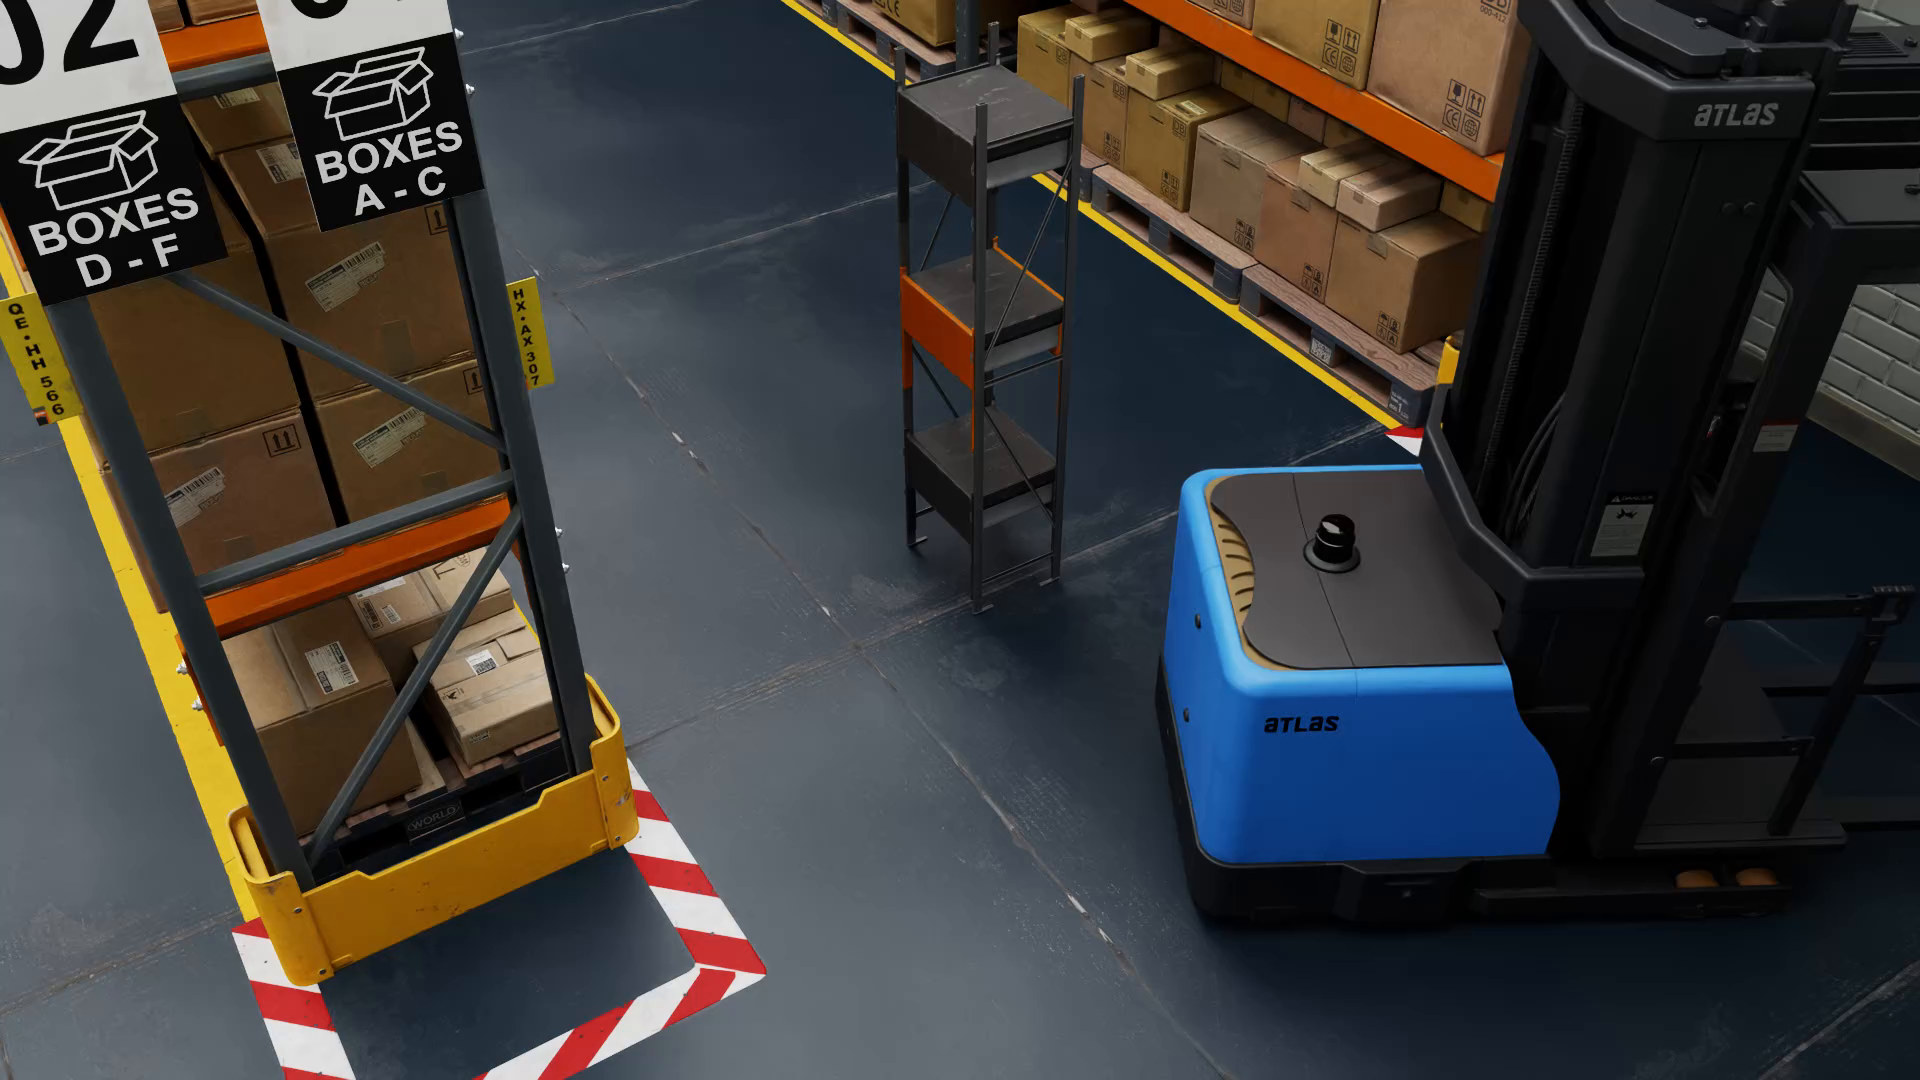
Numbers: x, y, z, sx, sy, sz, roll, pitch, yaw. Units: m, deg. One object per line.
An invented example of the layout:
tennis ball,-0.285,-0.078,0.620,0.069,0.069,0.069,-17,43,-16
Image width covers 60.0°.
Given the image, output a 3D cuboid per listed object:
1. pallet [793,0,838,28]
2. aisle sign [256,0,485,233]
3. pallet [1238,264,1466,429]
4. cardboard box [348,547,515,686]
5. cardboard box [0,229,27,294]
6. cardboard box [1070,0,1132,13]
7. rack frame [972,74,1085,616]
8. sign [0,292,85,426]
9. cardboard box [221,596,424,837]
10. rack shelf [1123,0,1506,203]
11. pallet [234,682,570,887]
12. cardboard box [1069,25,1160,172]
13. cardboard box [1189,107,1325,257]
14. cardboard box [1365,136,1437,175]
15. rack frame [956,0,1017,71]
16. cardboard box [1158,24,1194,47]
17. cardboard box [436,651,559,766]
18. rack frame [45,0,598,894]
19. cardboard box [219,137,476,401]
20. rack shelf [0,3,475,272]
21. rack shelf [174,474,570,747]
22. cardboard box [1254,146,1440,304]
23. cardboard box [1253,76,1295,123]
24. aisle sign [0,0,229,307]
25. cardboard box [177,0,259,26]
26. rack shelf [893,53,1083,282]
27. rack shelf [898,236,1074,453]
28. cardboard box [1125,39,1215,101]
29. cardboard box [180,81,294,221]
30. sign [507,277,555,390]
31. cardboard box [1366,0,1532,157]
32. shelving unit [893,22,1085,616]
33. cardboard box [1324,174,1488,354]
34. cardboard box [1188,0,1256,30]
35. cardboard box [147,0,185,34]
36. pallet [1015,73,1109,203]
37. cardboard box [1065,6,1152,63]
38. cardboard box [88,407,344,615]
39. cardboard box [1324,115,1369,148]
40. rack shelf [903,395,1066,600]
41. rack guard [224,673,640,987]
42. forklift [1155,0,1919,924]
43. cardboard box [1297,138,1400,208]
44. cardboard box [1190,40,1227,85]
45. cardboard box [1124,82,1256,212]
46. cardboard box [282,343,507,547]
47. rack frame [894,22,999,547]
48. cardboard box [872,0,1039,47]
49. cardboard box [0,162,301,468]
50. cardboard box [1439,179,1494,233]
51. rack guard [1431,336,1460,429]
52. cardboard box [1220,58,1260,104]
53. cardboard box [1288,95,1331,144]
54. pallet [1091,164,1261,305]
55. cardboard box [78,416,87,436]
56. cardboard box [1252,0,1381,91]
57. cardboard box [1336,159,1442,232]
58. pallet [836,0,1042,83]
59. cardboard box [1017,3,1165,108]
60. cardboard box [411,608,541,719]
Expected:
pallet,-0.711,-3.862,11.220,1.003,0.211,1.213,-22,45,-24
aisle sign,-1.312,-1.081,3.673,0.394,0.787,0.004,-22,45,-24
pallet,2.082,-1.058,7.855,1.003,0.211,1.213,-22,45,-24
cardboard box,-1.918,0.208,5.961,0.500,0.250,0.500,-22,45,-24
cardboard box,-2.340,-0.858,4.578,0.500,0.500,0.500,-21,44,-23
cardboard box,0.833,-3.042,9.175,0.380,0.149,0.250,-22,45,-25
rack frame,0.220,-0.586,5.813,0.400,2.100,0.015,-22,45,-24
sign,-2.075,-0.404,3.740,0.100,0.325,0.005,-22,45,-24
cardboard box,-2.096,0.565,5.338,0.500,0.500,0.500,-22,45,-24
rack shelf,1.503,-2.528,8.003,1.077,0.370,4.000,-22,45,-24
pallet,-2.067,0.583,5.886,1.003,0.211,1.213,-22,45,-24
cardboard box,1.011,-2.374,8.880,0.700,0.500,0.500,-23,45,-25
cardboard box,1.578,-1.811,8.204,0.700,0.500,0.500,-24,45,-26
cardboard box,2.080,-1.793,7.677,0.380,0.149,0.250,-22,45,-24
rack frame,0.428,-3.884,9.068,1.000,3.000,0.127,-22,45,-24
cardboard box,1.260,-2.616,8.664,0.380,0.149,0.250,-24,45,-26
cardboard box,-1.532,0.564,5.613,0.380,0.149,0.250,-22,45,-24
rack frame,-1.596,-0.018,4.428,1.000,3.000,0.127,-22,45,-24
cardboard box,-1.613,-0.771,4.473,0.500,0.500,0.500,-21,44,-23
rack shelf,-2.672,-1.973,4.994,1.077,0.370,4.000,-22,45,-24
rack shelf,-2.672,-0.821,5.954,1.077,0.370,4.000,-22,45,-24
cardboard box,1.849,-1.539,7.879,0.700,0.500,0.500,-22,45,-25
cardboard box,1.670,-2.204,8.169,0.380,0.149,0.250,-22,44,-24
aisle sign,-1.818,-0.874,3.425,0.394,0.787,0.004,-22,45,-24
cardboard box,-1.658,-1.477,3.954,0.500,0.250,0.500,-22,45,-24
rack shelf,0.089,-1.245,5.531,0.431,0.518,0.480,-22,45,-24
rack shelf,0.089,-0.707,5.979,0.431,0.518,0.480,-22,45,-24
cardboard box,1.054,-2.366,8.364,0.380,0.149,0.250,-23,45,-26
cardboard box,-1.900,-1.050,4.808,0.500,0.500,0.500,-22,44,-24
sign,-1.139,-0.537,4.375,0.100,0.325,0.005,-22,45,-24
cardboard box,2.296,-2.112,6.707,0.980,0.700,0.700,-20,44,-23
shelving unit,0.089,-0.717,5.971,0.431,2.100,0.503,-22,45,-24
cardboard box,2.118,-1.269,7.555,0.700,0.500,0.500,-22,45,-24
cardboard box,1.493,-2.916,7.671,0.980,0.700,0.700,-24,46,-26
cardboard box,-2.095,-1.299,3.740,0.500,0.250,0.500,-22,45,-24
pallet,0.770,-2.375,9.436,1.003,0.211,1.213,-22,45,-24
cardboard box,0.774,-2.648,8.702,0.380,0.149,0.250,-21,44,-23
cardboard box,-2.067,-0.204,4.574,0.500,0.500,0.500,-21,44,-23
cardboard box,1.946,-1.928,7.839,0.380,0.149,0.250,-22,45,-24
rack shelf,0.089,-0.169,6.427,0.431,0.518,0.480,-22,45,-24
rack guard,-1.637,0.901,5.278,1.175,0.500,0.348,-22,45,-24
forklift,2.227,-0.260,4.773,3.031,2.935,1.130,-1,40,-2
cardboard box,1.757,-1.663,7.520,0.380,0.149,0.250,-21,44,-23
cardboard box,1.395,-2.480,8.500,0.380,0.149,0.250,-22,44,-24
cardboard box,1.285,-2.096,8.547,0.700,0.500,0.500,-21,44,-23
cardboard box,-1.613,-0.387,4.793,0.500,0.500,0.500,-21,44,-24
rack frame,-0.042,-0.849,6.129,0.400,2.100,0.015,-22,45,-24
cardboard box,-0.032,-3.526,9.989,0.750,0.750,0.750,-22,44,-24
cardboard box,-2.067,-0.586,4.251,0.500,0.500,0.500,-23,45,-25
cardboard box,2.354,-1.520,7.349,0.380,0.149,0.250,-22,45,-24
rack guard,2.591,-0.752,7.262,1.175,0.500,0.348,-22,45,-24
cardboard box,1.535,-2.340,8.333,0.380,0.149,0.250,-23,45,-25
cardboard box,1.809,-2.065,8.003,0.380,0.149,0.250,-22,44,-24
pallet,1.431,-1.716,8.645,1.003,0.211,1.213,-22,45,-24
cardboard box,-2.348,-0.483,4.909,0.500,0.500,0.500,-22,45,-24
cardboard box,1.895,-2.501,7.174,0.980,0.700,0.700,-23,45,-25
cardboard box,1.895,-1.525,7.355,0.380,0.149,0.250,-23,45,-25
pallet,-0.051,-3.203,10.429,1.003,0.211,1.213,-22,45,-24
cardboard box,0.743,-2.646,9.207,0.700,0.500,0.500,-22,44,-24
cardboard box,-1.666,0.422,5.770,0.380,0.166,0.250,-22,45,-24
